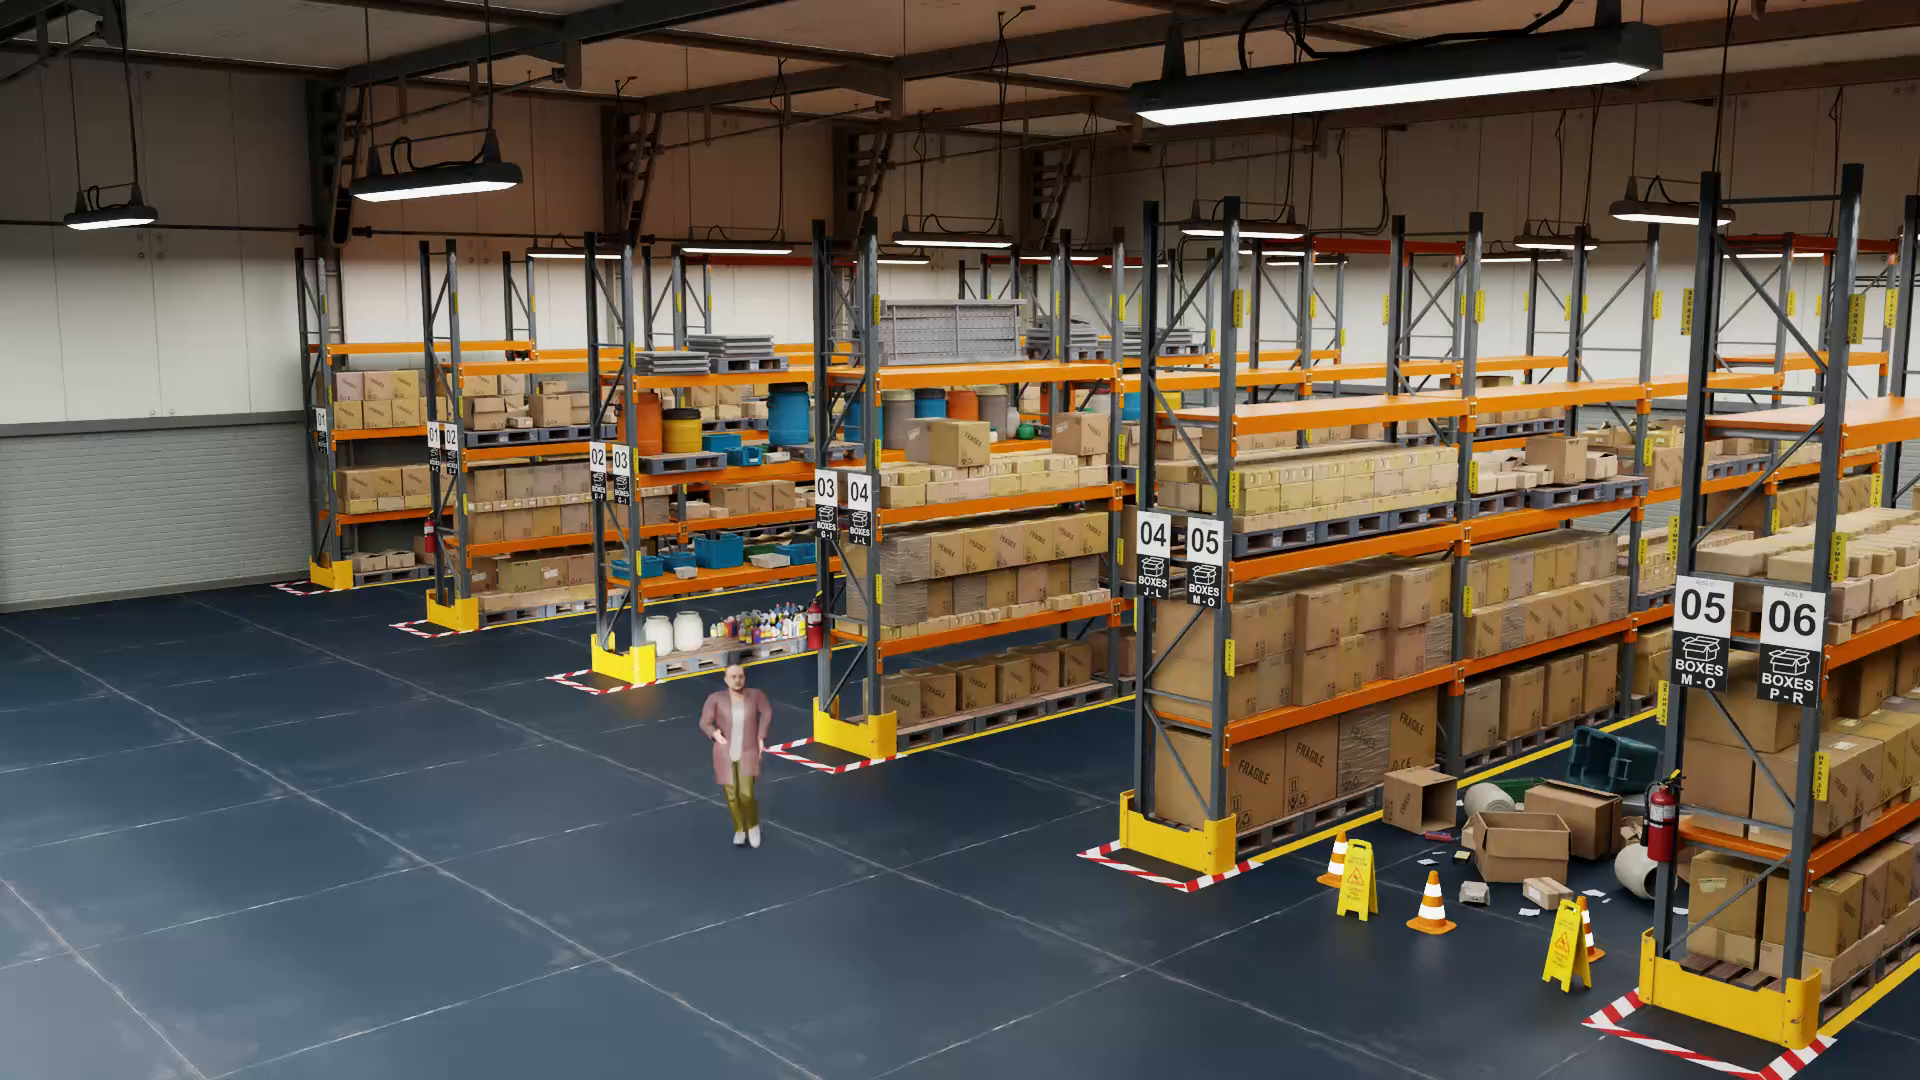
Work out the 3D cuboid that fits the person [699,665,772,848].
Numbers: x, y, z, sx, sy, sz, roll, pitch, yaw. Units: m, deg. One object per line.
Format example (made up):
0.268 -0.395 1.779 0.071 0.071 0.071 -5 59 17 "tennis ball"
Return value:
-2.091 2.038 15.518 0.677 1.769 0.721 -1 8 -6 "person"
